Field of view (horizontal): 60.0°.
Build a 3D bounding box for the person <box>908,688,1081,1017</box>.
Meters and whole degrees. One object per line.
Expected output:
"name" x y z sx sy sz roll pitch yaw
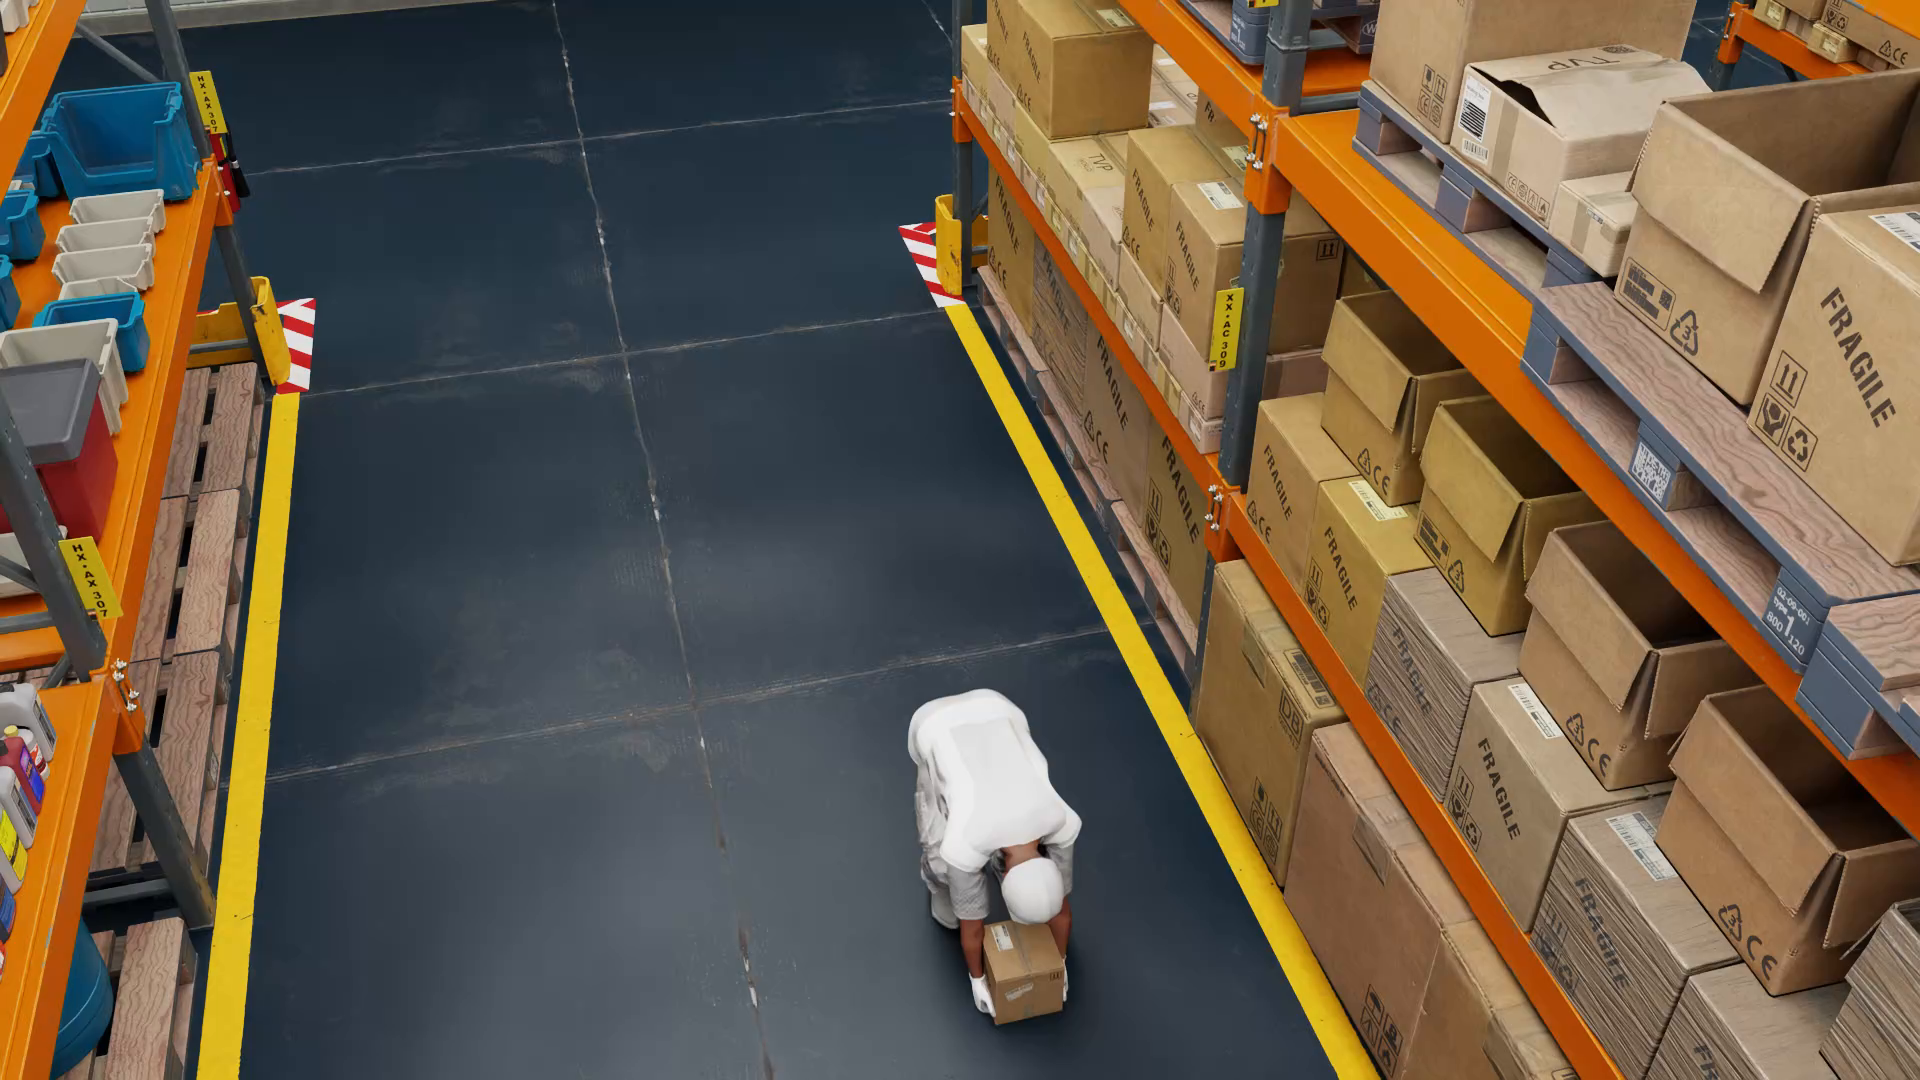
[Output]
"person" 0.133 1.104 6.001 0.536 0.917 0.986 -11 39 -14
